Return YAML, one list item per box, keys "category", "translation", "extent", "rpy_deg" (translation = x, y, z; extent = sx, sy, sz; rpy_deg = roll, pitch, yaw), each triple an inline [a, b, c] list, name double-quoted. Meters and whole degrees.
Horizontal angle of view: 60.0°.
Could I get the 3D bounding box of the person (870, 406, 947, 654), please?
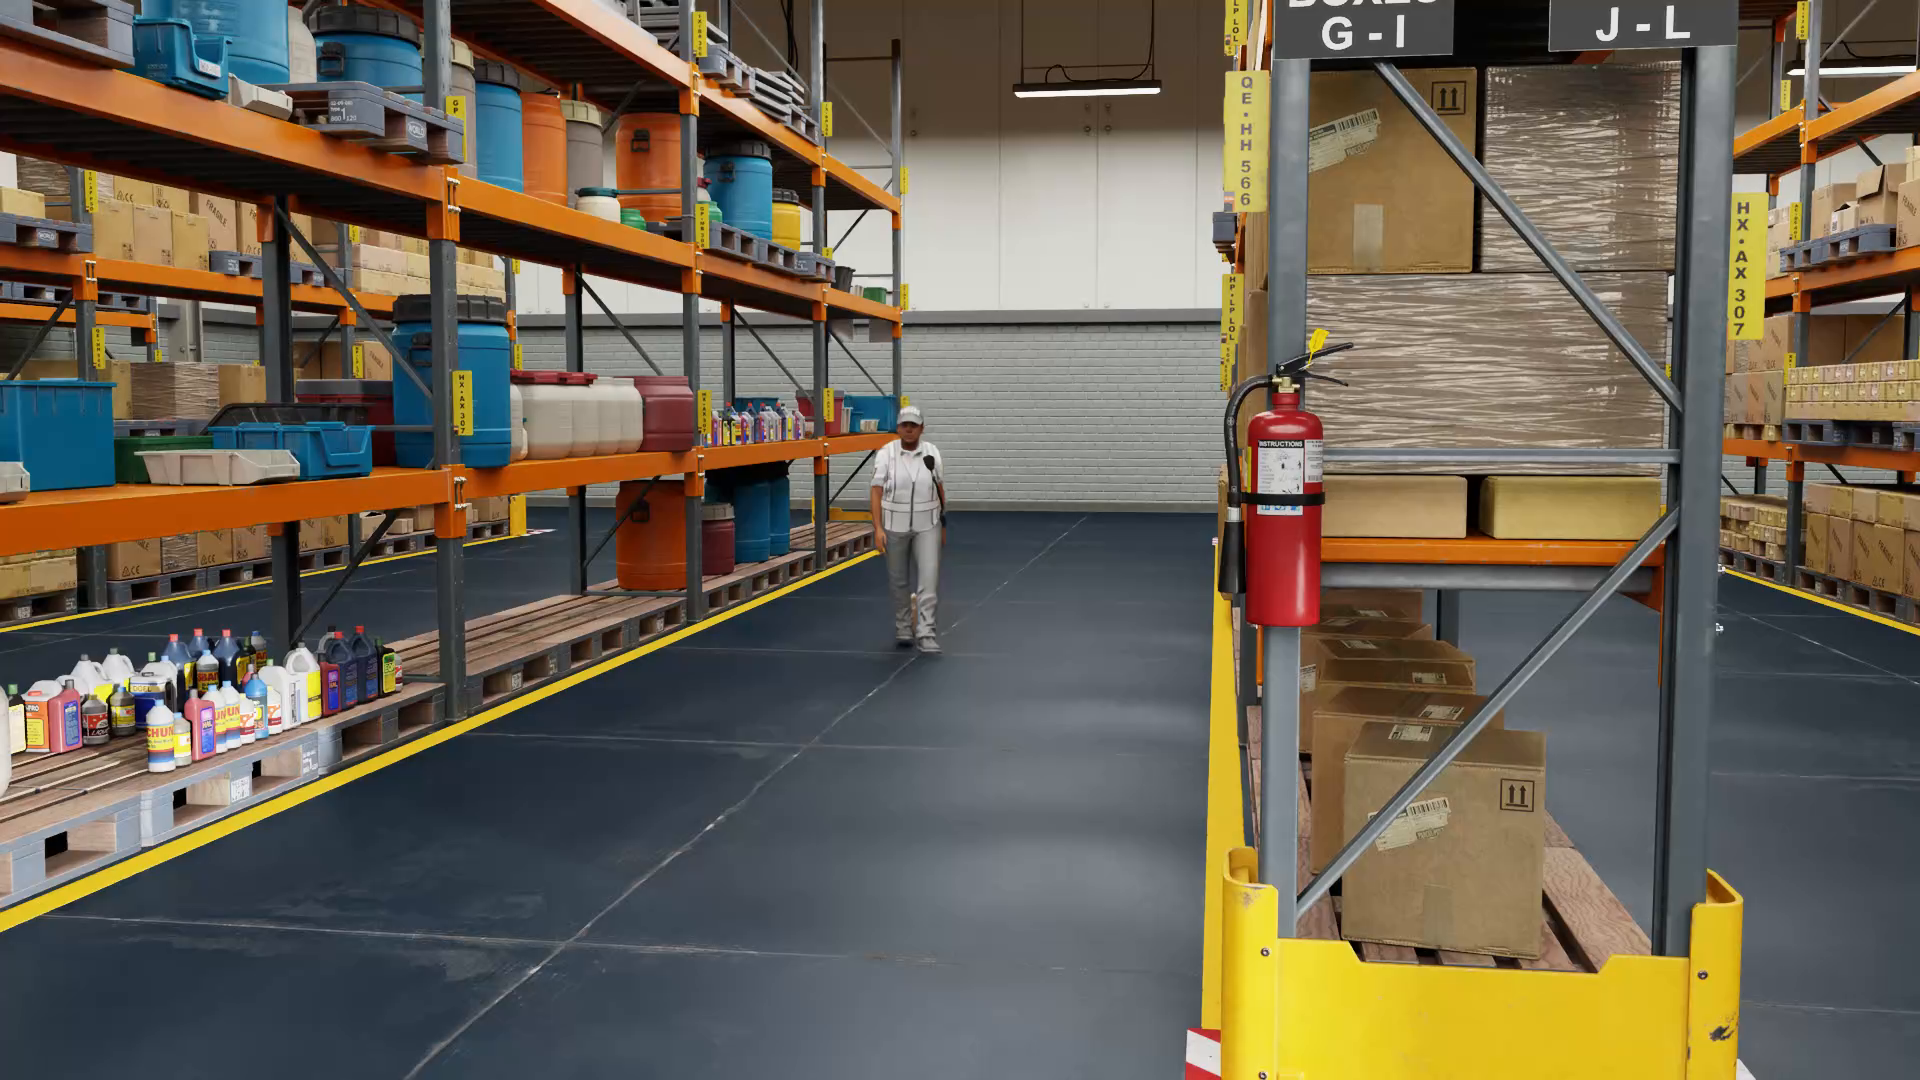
- category: "person"
  translation: [-0.337, -0.087, 10.938]
  extent: [0.507, 1.590, 0.999]
  rpy_deg: [0, 5, -2]
